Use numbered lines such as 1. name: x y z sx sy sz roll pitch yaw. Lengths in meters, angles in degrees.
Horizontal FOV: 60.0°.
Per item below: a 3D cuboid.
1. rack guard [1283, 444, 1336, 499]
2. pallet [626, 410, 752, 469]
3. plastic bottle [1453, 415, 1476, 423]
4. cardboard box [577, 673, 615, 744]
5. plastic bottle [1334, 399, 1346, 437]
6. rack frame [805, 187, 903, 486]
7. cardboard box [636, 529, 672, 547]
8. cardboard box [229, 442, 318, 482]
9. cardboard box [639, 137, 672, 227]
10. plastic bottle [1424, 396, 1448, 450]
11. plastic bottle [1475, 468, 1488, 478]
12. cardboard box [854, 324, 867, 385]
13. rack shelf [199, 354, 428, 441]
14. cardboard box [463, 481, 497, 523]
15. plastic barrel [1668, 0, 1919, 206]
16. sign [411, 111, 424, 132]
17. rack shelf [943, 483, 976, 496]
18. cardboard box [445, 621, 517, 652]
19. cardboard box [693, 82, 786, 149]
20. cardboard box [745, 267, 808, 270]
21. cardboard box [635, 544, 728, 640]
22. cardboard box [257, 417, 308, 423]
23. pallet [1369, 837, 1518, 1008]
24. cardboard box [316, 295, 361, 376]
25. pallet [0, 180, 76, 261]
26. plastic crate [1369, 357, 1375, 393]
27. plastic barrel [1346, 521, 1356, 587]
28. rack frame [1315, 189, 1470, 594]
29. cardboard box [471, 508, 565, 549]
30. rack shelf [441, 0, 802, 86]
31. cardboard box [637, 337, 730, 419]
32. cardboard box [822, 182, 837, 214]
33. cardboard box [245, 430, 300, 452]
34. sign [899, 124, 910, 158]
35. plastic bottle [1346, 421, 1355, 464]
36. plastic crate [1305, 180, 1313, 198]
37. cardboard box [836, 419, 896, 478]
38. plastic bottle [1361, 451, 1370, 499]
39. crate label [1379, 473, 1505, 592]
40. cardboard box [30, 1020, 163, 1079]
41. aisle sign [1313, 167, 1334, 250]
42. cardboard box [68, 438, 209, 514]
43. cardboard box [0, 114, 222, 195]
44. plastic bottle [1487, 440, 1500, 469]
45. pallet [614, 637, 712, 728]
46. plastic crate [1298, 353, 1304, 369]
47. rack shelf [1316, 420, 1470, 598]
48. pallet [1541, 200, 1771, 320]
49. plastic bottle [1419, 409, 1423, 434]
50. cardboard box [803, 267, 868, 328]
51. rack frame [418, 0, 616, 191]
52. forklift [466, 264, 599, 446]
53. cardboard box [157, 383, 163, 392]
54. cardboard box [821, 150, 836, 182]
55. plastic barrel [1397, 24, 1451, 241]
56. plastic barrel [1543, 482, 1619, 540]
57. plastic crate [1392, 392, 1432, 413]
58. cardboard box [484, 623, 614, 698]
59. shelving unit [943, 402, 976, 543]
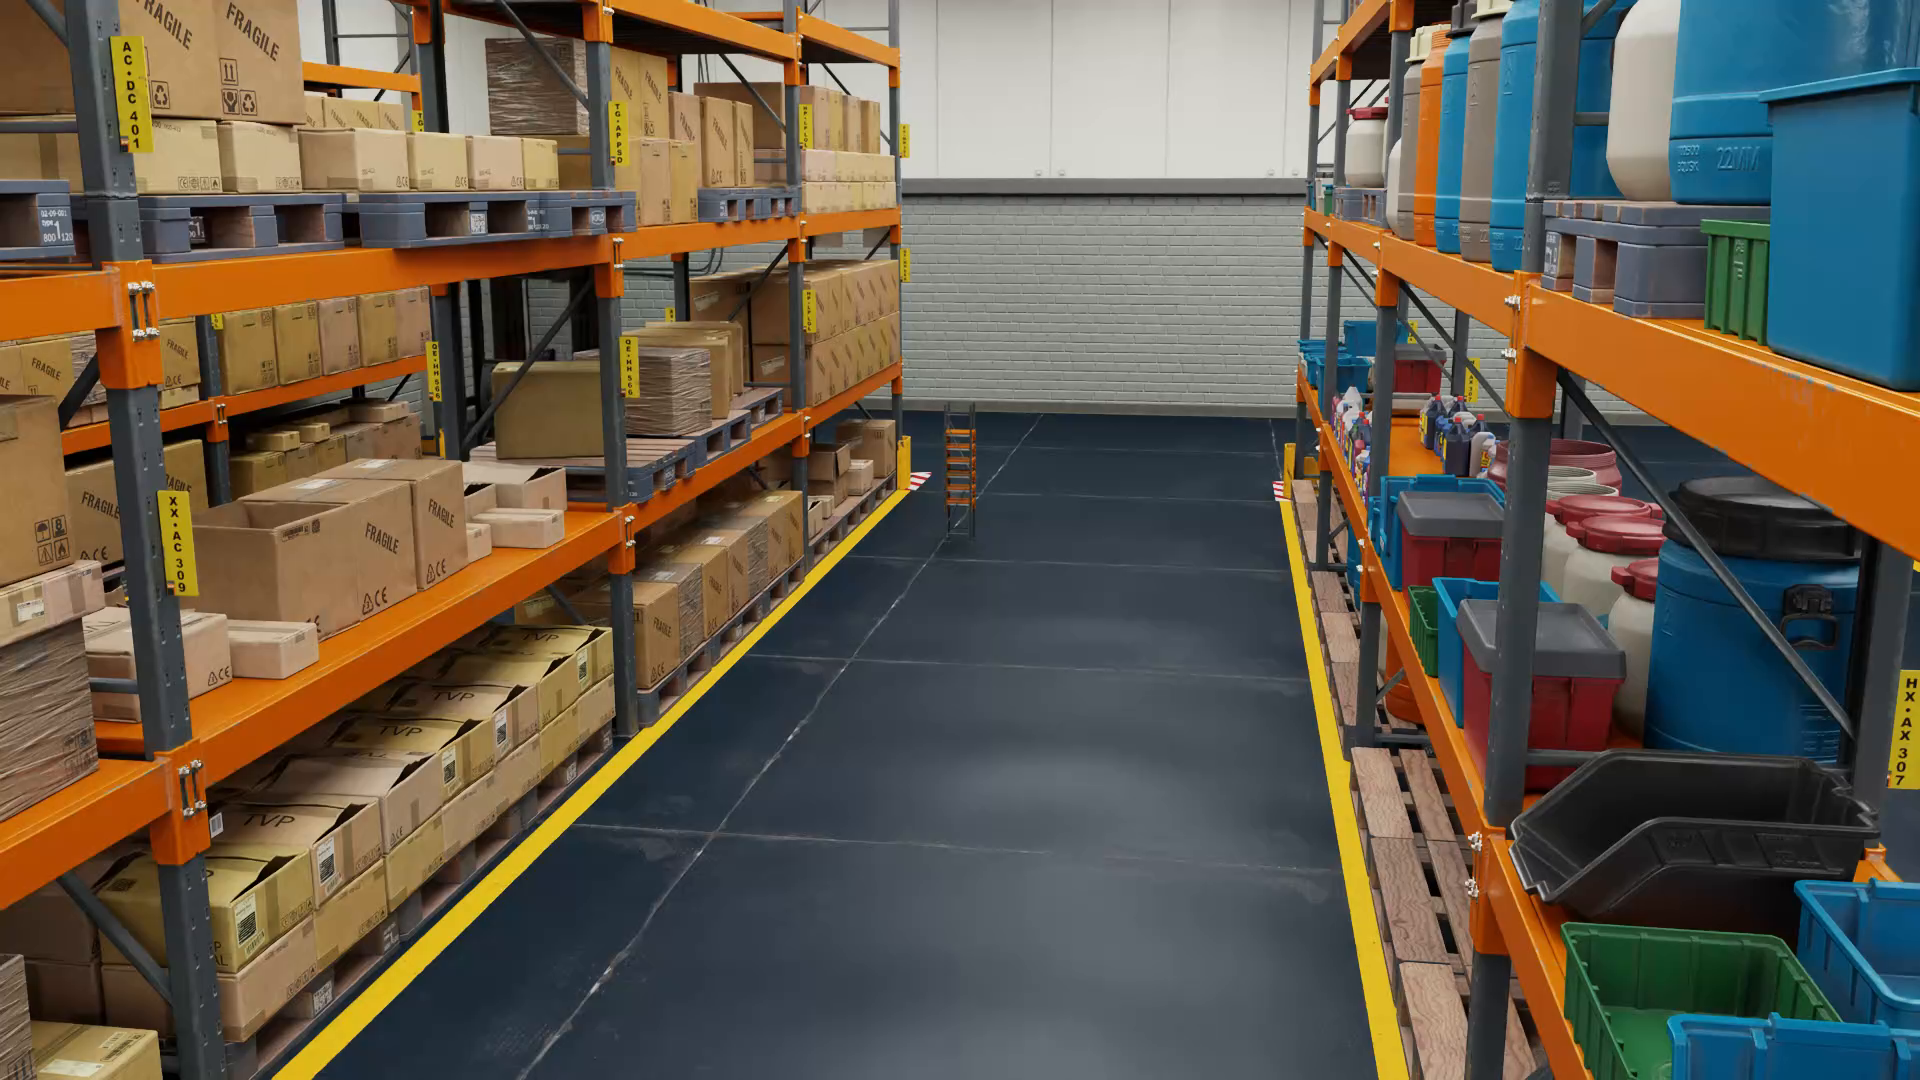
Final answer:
1. rack guard: 3.793 -0.665 16.392 1.175 0.500 0.348 2 12 9
2. pallet: -2.028 -0.689 11.024 1.003 0.211 1.213 2 12 9
3. plastic bottle: 3.291 -0.687 10.853 0.152 0.276 0.135 2 12 9
4. cardboard box: -2.162 0.879 8.825 0.500 0.250 0.500 2 12 10
5. plastic bottle: 2.674 -0.851 11.626 0.097 0.271 0.097 0 12 0
6. rack frame: -1.092 -2.043 16.852 1.000 3.000 0.127 2 12 9
7. cardboard box: -2.256 0.210 11.288 0.500 0.500 0.500 1 12 7
8. cardboard box: -6.305 -0.610 15.140 0.700 0.500 0.500 2 12 8
9. cardboard box: -2.210 -2.091 9.717 0.910 0.500 0.500 2 12 9
10. plastic bottle: 3.198 -0.789 11.151 0.144 0.351 0.185 2 12 9
11. plastic bottle: 2.903 -0.295 9.214 0.097 0.201 0.097 0 12 0
12. cardboard box: -1.128 -1.673 14.898 0.500 0.500 0.500 2 12 8
13. rack shelf: -6.295 -1.434 15.737 1.077 0.370 4.000 2 12 9
14. cardboard box: -2.651 -0.154 8.299 0.500 0.311 0.500 2 12 8
15. plastic barrel: 1.698 -1.096 3.154 0.600 0.901 0.708 2 12 9
16. sign: -2.858 -2.114 8.837 0.100 0.325 0.005 2 12 9
17. rack shelf: -0.002 -0.423 14.388 0.258 0.103 0.180 2 12 9
18. cardboard box: -2.693 0.587 8.849 0.500 0.311 0.500 2 12 11
19. cardboard box: -1.670 -3.316 13.032 0.700 0.500 0.500 2 12 9
20. cardboard box: -1.653 -2.178 14.867 0.500 0.500 0.500 2 12 8
21. cardboard box: -1.813 0.331 10.728 0.500 0.500 0.500 2 12 8
22. cardboard box: -6.407 -1.070 15.734 0.380 0.149 0.250 2 12 8
23. pallet: 2.224 1.560 6.752 1.003 0.211 1.213 2 12 9
24. cardboard box: -6.283 -1.932 15.628 0.980 0.700 0.700 1 12 6
25. pallet: -3.043 -0.789 4.126 1.003 0.211 1.213 2 12 9
26. plastic crate: 3.604 -1.332 13.693 0.437 0.282 0.530 2 12 9
27. plastic barrel: 3.086 -0.116 11.894 0.600 0.901 0.708 2 12 9
28. rack frame: 3.187 -1.049 12.240 1.000 3.000 0.127 2 12 9
29. cardboard box: -2.187 -0.058 8.240 0.380 0.149 0.250 2 12 9
30. rack shelf: -2.015 -3.179 10.542 1.077 0.370 4.000 2 12 9
31. cardboard box: -1.918 -1.094 11.217 0.700 0.500 0.500 -1 12 -6
32. cardboard box: -1.307 -2.800 13.603 0.500 0.250 0.500 2 12 9
33. cardboard box: -6.153 -0.888 14.890 0.380 0.149 0.250 2 12 11
34. sign: -0.546 -3.920 16.340 0.100 0.325 0.005 2 12 9
35. plastic bottle: 2.501 -0.617 10.543 0.097 0.271 0.097 0 12 0
36. plastic crate: 3.467 -3.213 15.471 0.497 0.269 0.590 2 12 9
37. cardboard box: -0.932 -0.915 16.506 0.500 0.500 0.500 2 12 9
38. plastic bottle: 2.314 -0.363 9.364 0.097 0.271 0.097 0 12 0
39. crate label: 2.152 -0.035 7.453 0.502 0.435 0.616 2 12 9
40. cardboard box: -2.793 1.698 5.025 0.500 0.250 0.500 2 12 9
41. aisle sign: 3.520 -3.177 15.944 0.394 0.787 0.004 2 12 9
42. cardboard box: -6.574 -0.385 13.264 0.750 0.750 0.750 2 12 9
43. cardboard box: -2.833 -1.271 5.510 0.500 0.250 0.500 3 13 15
44. plastic bottle: 3.145 -0.448 9.759 0.097 0.271 0.097 0 12 0
45. pallet: -2.170 0.832 10.134 1.003 0.211 1.213 2 12 9
46. plastic crate: 3.308 -1.677 15.638 0.250 0.136 0.298 2 12 9
47. rack shelf: 2.879 -0.281 10.384 1.077 0.370 4.000 2 12 9
48. pallet: 1.942 -0.604 3.505 1.213 0.211 1.003 2 12 9
49. plastic bottle: 3.320 -0.859 11.832 0.097 0.201 0.097 0 12 0
50. cardboard box: -1.120 -2.159 14.779 0.500 0.500 0.500 2 12 10
51. rack frame: -2.322 -3.310 8.492 1.000 3.000 0.127 2 12 9
52. forklift: -3.527 -1.262 13.394 1.130 2.935 3.031 3 12 12
53. cardboard box: -6.493 -1.363 12.707 0.500 0.500 0.500 2 12 9
54. cardboard box: -1.312 -3.045 13.551 0.500 0.250 0.500 2 12 9
55. plastic barrel: 2.231 -1.764 7.247 0.600 0.901 0.600 0 12 0
56. plastic barrel: 2.560 0.038 6.932 0.421 0.512 0.421 0 12 0
57. plastic crate: 3.400 -1.041 12.689 0.396 0.136 0.243 2 12 9
58. cardboard box: -2.159 0.604 8.768 0.500 0.311 0.500 2 12 10
59. shelving unit: -0.002 -0.584 14.353 0.258 1.200 0.189 2 12 9
